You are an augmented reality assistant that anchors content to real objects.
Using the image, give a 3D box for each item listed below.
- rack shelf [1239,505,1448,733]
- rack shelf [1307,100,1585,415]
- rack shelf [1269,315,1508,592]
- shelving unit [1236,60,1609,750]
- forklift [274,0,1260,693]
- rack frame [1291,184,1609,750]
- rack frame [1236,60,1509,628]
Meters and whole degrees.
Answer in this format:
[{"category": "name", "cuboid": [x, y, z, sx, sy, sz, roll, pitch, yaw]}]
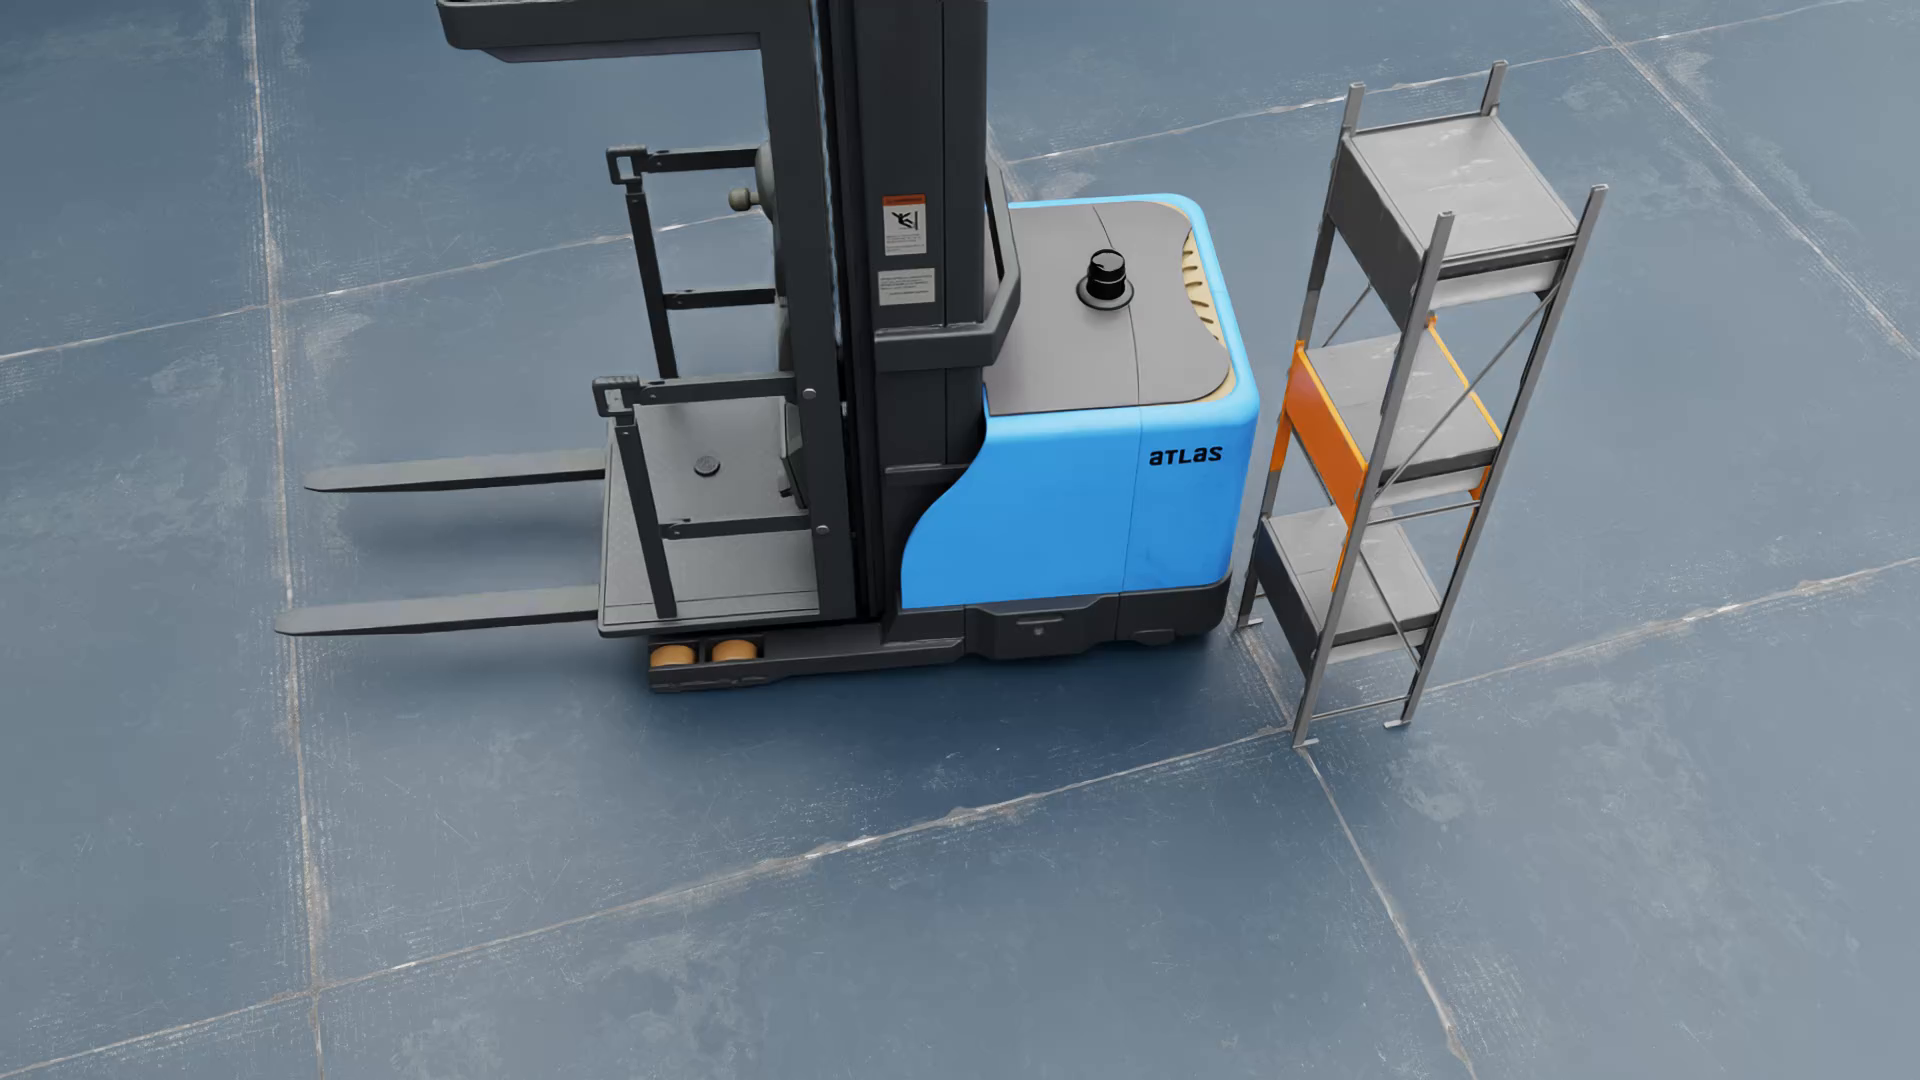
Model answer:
[{"category": "rack shelf", "cuboid": [1.171, 0.214, 5.129, 0.431, 0.518, 0.480, -11, 51, -9]}, {"category": "rack shelf", "cuboid": [1.172, -0.689, 4.059, 0.431, 0.518, 0.480, -11, 51, -9]}, {"category": "rack shelf", "cuboid": [1.171, -0.237, 4.594, 0.431, 0.518, 0.480, -11, 51, -9]}, {"category": "shelving unit", "cuboid": [1.171, -0.246, 4.584, 0.431, 2.100, 0.503, -11, 51, -9]}, {"category": "forklift", "cuboid": [-0.682, -0.884, 4.578, 3.031, 2.935, 1.130, -4, 50, -4]}, {"category": "rack frame", "cuboid": [1.231, -0.065, 4.431, 0.400, 2.100, 0.015, -11, 51, -9]}, {"category": "rack frame", "cuboid": [1.111, -0.427, 4.736, 0.400, 2.100, 0.015, -11, 51, -9]}]
